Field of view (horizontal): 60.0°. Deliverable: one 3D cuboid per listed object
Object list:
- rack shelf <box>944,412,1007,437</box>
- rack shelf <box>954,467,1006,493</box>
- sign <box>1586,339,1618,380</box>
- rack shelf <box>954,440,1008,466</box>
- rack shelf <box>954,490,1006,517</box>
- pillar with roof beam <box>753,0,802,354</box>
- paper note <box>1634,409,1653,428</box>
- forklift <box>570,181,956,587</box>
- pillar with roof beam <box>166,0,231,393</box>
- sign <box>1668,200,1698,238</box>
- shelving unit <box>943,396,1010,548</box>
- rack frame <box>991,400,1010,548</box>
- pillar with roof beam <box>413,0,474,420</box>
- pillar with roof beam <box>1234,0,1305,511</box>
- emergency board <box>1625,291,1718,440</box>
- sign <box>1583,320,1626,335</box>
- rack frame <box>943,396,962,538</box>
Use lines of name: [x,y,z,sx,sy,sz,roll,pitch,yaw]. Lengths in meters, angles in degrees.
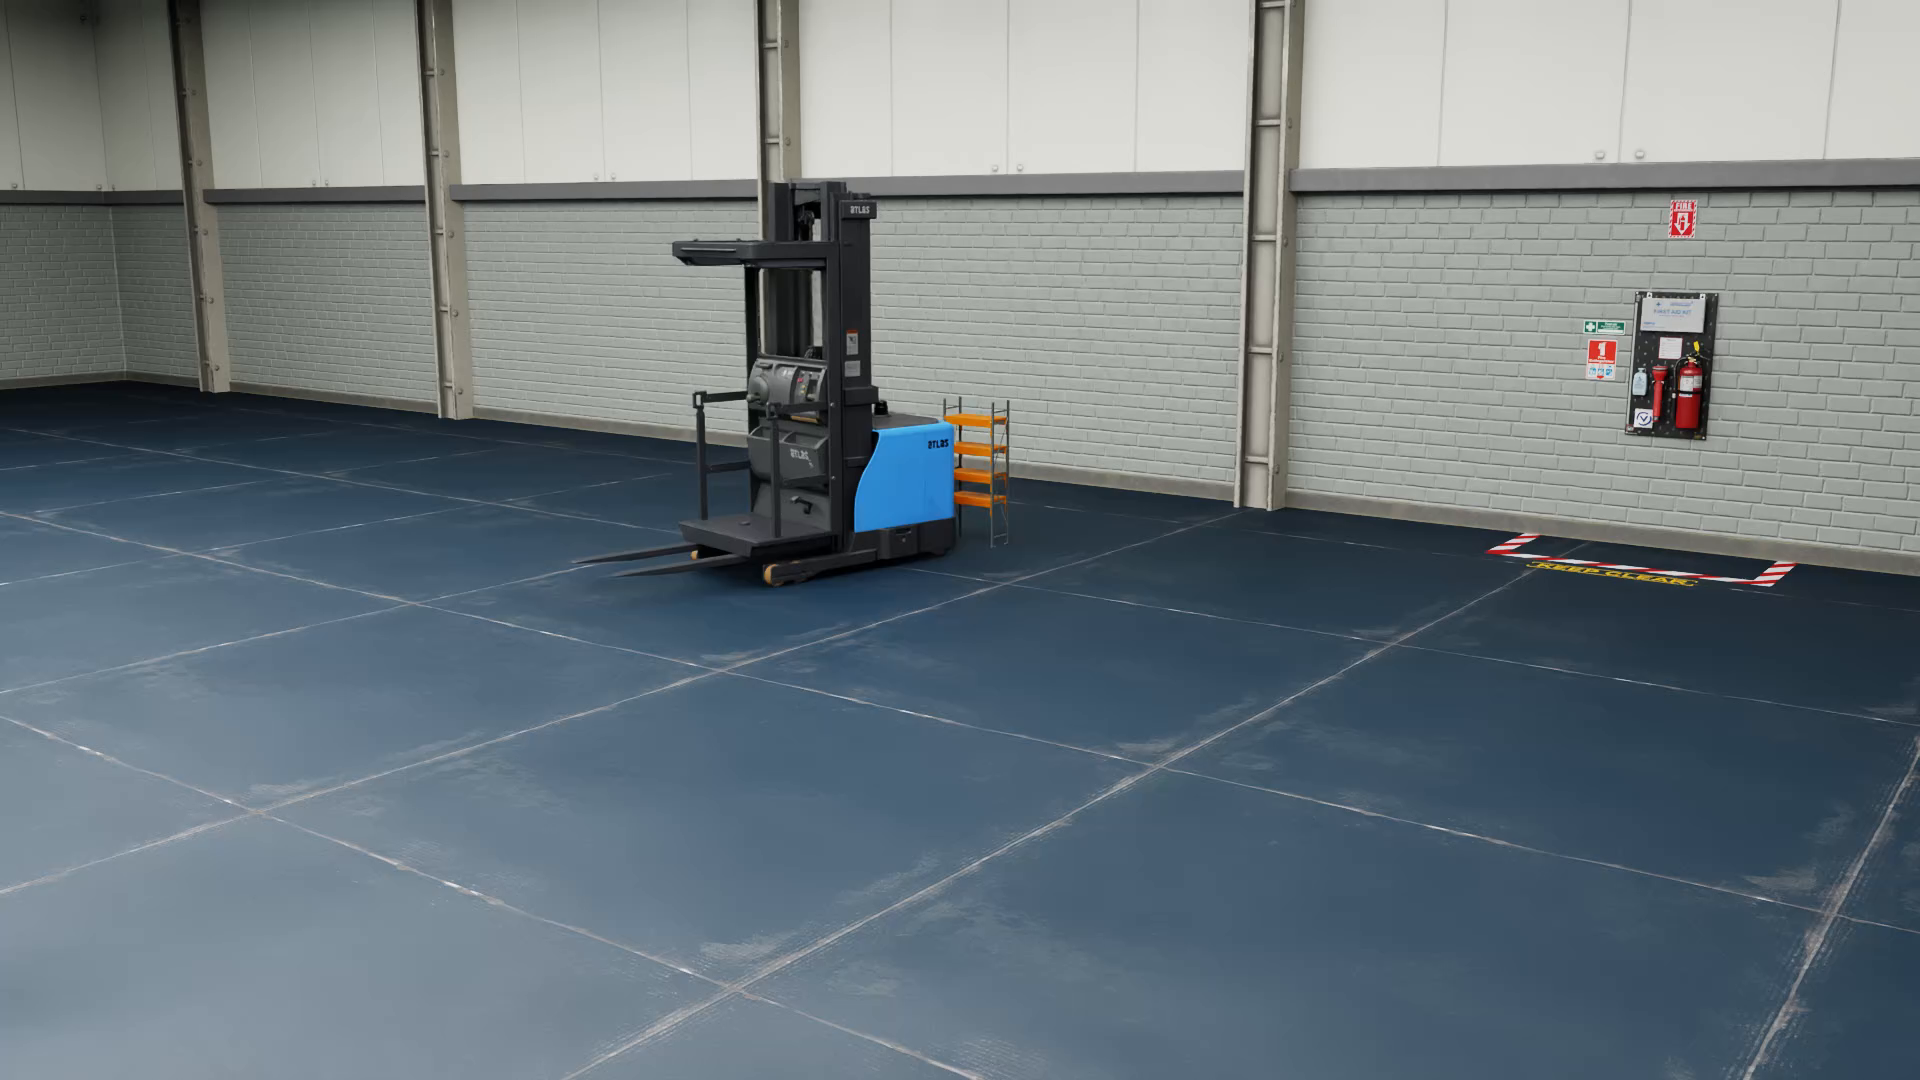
rack shelf: [0.133,-0.956,13.745,0.480,0.148,0.258,8,13,36]
rack shelf: [0.133,-0.504,13.832,0.480,0.148,0.258,8,13,36]
sign: [5.305,-1.492,13.749,0.234,0.329,0.001,8,13,36]
rack shelf: [0.133,-0.724,13.790,0.480,0.148,0.258,8,13,36]
rack shelf: [0.133,-0.309,13.870,0.480,0.148,0.258,8,13,36]
pillar with roof beam: [-4.561,-4.748,14.880,0.400,9.000,9.100,8,13,36]
paper note: [5.588,-0.994,13.591,0.142,0.148,0.016,8,13,36]
forklift: [-1.475,-1.207,12.554,3.031,2.935,1.130,-9,14,-40]
pillar with roof beam: [-14.233,-6.097,21.854,0.400,9.000,9.100,8,13,36]
sign: [5.742,-2.551,13.213,0.199,0.298,0.001,8,13,36]
shelving unit: [0.133,-0.570,13.820,0.503,1.200,0.258,8,13,36]
rack frame: [0.330,-0.543,13.678,0.015,1.200,0.240,8,13,36]
pillar with roof beam: [-9.397,-5.423,18.367,0.400,9.000,9.100,8,13,36]
pillar with roof beam: [0.275,-4.073,11.394,0.400,9.000,9.100,8,13,36]
emergency board: [5.690,-1.396,13.350,0.643,1.169,0.194,8,13,36]
sign: [5.304,-1.750,13.689,0.331,0.109,0.001,8,13,36]
rack frame: [-0.063,-0.598,13.961,0.015,1.200,0.240,8,13,36]
